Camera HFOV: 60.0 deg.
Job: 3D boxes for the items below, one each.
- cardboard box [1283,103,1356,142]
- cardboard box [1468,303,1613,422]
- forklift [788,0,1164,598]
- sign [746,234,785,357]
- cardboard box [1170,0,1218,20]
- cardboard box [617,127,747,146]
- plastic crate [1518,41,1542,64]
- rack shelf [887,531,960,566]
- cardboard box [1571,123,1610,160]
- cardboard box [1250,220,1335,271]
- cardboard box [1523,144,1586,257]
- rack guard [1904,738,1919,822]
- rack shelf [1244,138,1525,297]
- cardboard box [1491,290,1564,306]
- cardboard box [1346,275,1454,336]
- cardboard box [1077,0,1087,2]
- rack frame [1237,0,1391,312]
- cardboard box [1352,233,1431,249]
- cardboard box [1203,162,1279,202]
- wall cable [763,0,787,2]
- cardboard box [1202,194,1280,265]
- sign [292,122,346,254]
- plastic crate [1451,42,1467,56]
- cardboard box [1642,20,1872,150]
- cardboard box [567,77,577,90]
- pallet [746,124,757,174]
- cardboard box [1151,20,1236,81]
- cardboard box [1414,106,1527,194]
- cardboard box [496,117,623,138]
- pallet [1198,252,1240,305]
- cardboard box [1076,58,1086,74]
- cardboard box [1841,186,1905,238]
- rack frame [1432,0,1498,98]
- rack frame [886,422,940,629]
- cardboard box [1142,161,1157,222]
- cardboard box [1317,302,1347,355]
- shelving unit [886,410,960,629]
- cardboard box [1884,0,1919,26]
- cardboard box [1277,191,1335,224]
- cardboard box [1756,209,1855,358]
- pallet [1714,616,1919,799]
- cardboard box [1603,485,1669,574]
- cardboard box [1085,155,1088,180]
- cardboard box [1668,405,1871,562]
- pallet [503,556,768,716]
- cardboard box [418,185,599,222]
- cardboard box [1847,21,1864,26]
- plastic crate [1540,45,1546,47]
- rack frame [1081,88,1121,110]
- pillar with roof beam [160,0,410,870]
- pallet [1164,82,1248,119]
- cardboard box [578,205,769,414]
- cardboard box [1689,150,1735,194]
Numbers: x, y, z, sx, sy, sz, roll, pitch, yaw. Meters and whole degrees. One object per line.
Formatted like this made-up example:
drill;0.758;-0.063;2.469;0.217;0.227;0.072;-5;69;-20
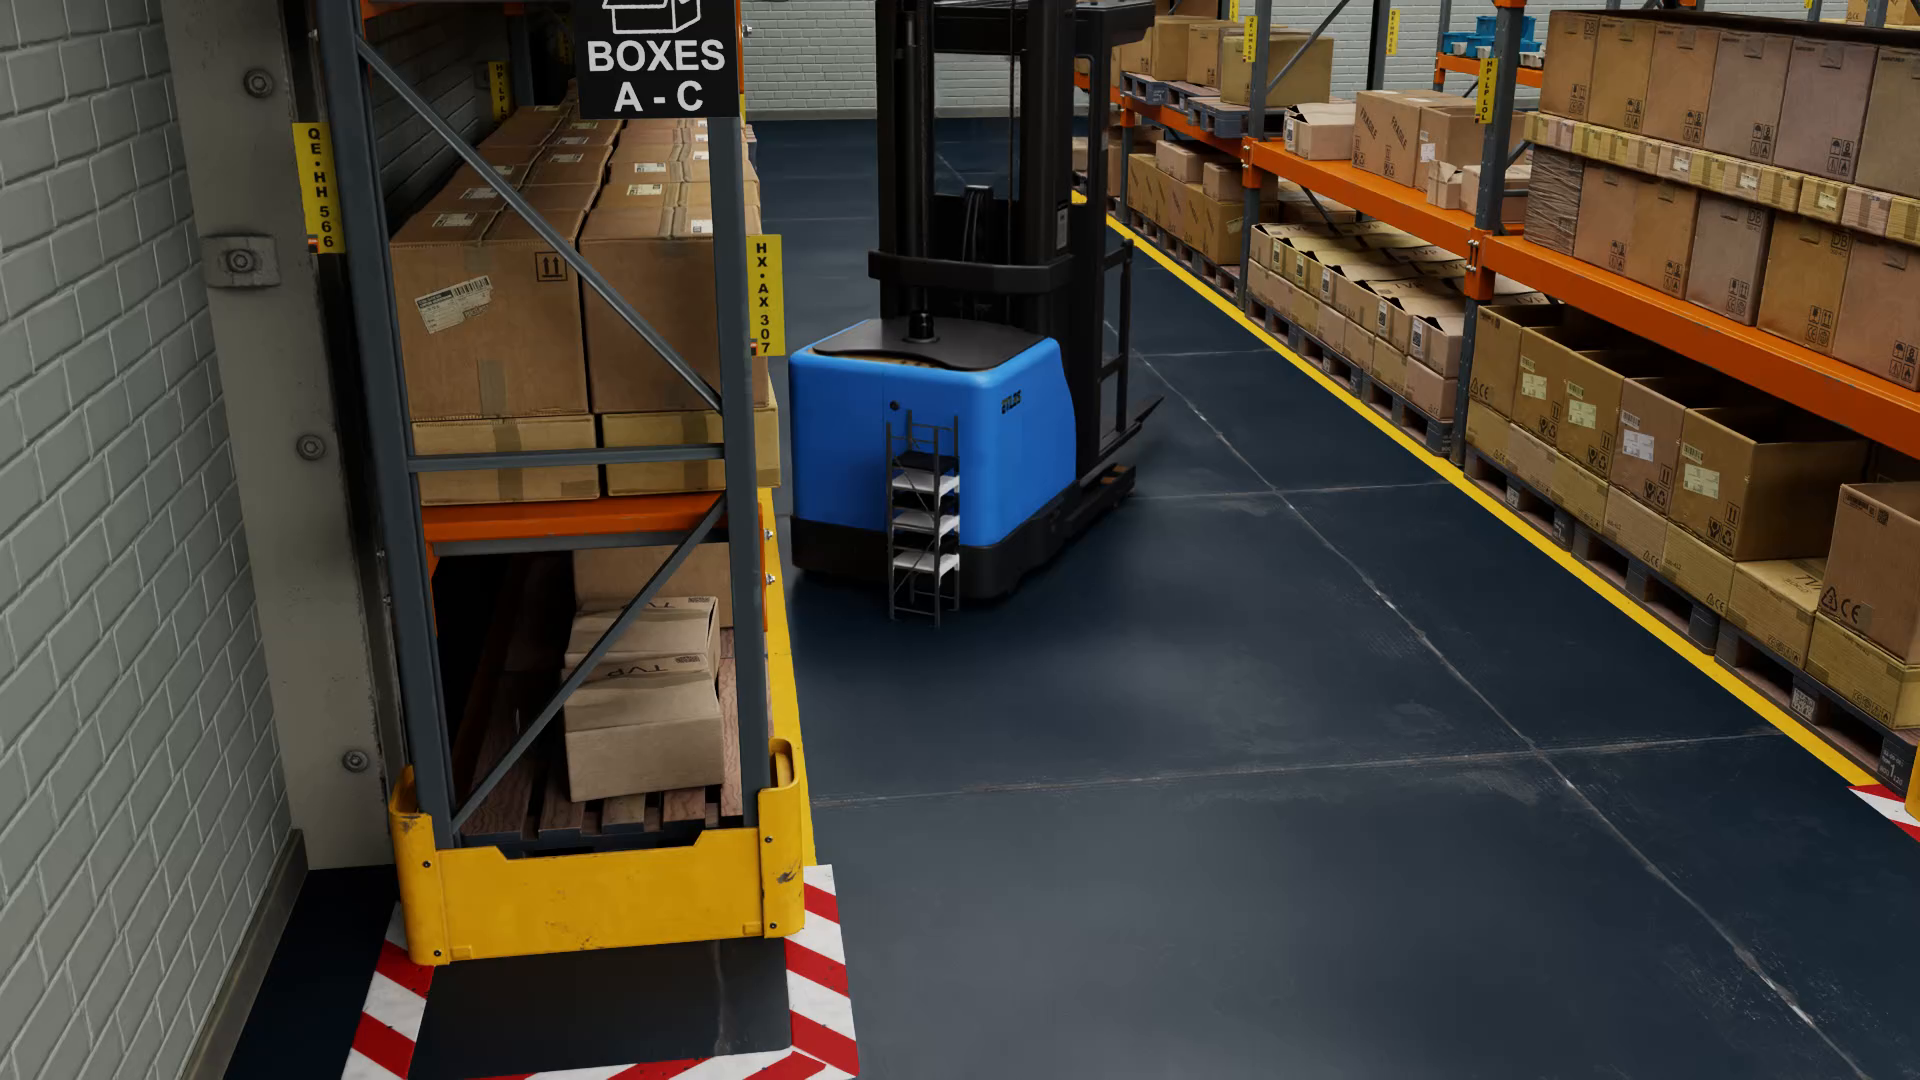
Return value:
cardboard box;2.699;-3.068;12.270;0.500;0.311;0.500;-2;21;-4
cardboard box;3.024;-0.936;8.694;0.500;0.500;0.500;-3;21;-8
forklift;0.284;-1.594;8.294;1.130;2.935;3.031;9;22;23
sign;-0.521;-0.650;4.431;0.100;0.325;0.005;-3;21;-8
cardboard box;2.324;-5.315;16.588;0.500;0.500;0.500;-2;21;-6
cardboard box;-1.121;-1.397;6.782;0.500;0.500;0.500;-4;21;-9
plastic crate;6.382;-5.544;18.926;0.416;0.233;0.300;-3;21;-8
rack shelf;-0.157;0.028;7.208;0.258;0.077;0.200;9;22;23
cardboard box;3.189;-1.925;8.012;0.380;0.149;0.250;-3;21;-9
cardboard box;2.475;-2.213;12.382;0.500;0.311;0.500;-2;21;-6
cardboard box;3.337;-1.746;8.462;0.700;0.500;0.500;-3;21;-9
rack guard;3.847;0.711;5.597;1.175;0.500;0.348;-3;21;-8
rack shelf;2.978;-2.208;10.870;1.077;0.370;4.000;-3;21;-8
cardboard box;3.387;-1.353;10.081;0.500;0.311;0.500;-3;21;-8
cardboard box;2.774;-1.503;10.480;0.500;0.311;0.500;-3;21;-8
cardboard box;1.564;-5.826;17.956;0.500;0.500;0.500;-3;21;-8
rack frame;2.690;-3.238;12.598;1.000;3.000;0.127;-3;21;-8
cardboard box;3.091;-2.061;11.974;0.500;0.311;0.500;-3;21;-9
cardboard box;2.311;-2.955;13.714;0.500;0.250;0.500;-2;21;-6
wall cable;-3.826;-9.089;24.127;3.097;2.526;0.112;-3;21;-8
cardboard box;2.323;-2.585;13.794;0.500;0.500;0.500;-2;21;-6
sign;-1.610;-0.886;4.195;0.100;0.325;0.005;-3;21;-8
plastic crate;6.113;-5.943;20.133;0.250;0.136;0.298;-3;21;-8
cardboard box;3.482;-2.006;7.302;0.700;0.500;0.500;-3;21;-8
cardboard box;-1.874;-2.453;9.725;0.700;0.500;0.500;0;20;0
pallet;-2.003;-2.655;11.313;1.213;0.211;1.003;-3;21;-8
cardboard box;2.122;-4.456;15.117;0.700;0.500;0.500;0;20;1
cardboard box;3.096;-2.349;10.075;0.500;0.500;0.500;-1;21;-4
cardboard box;-1.703;-1.540;7.165;0.500;0.500;0.500;-3;21;-8
pallet;2.620;-2.192;13.783;1.003;0.211;1.213;-3;21;-8
cardboard box;1.559;-5.362;18.143;0.500;0.500;0.500;-3;21;-7
cardboard box;3.489;-1.208;6.092;0.380;0.149;0.250;-3;21;-7
rack frame;6.439;-6.256;20.679;1.000;3.000;0.127;-3;21;-8
rack frame;-0.199;-0.055;7.078;0.240;0.900;0.006;9;22;23
cardboard box;2.030;-3.294;15.692;0.500;0.500;0.500;-3;21;-7
cardboard box;2.703;-1.419;11.058;0.500;0.250;0.500;-2;21;-7
shelving unit;-0.157;-0.088;7.165;0.258;0.900;0.210;9;22;23
cardboard box;11.295;-6.394;19.767;0.500;0.500;0.500;-3;21;-9
cardboard box;2.826;-2.626;13.903;0.500;0.500;0.500;-4;21;-10
cardboard box;3.642;-1.031;6.546;0.700;0.500;0.500;-3;21;-7
pallet;3.692;0.576;6.373;1.003;0.211;1.213;-3;21;-8
cardboard box;3.245;-0.066;7.436;0.500;0.250;0.500;-3;21;-8
cardboard box;1.642;-4.012;17.885;0.500;0.311;0.500;-3;21;-8
cardboard box;3.313;-0.244;6.840;0.500;0.500;0.500;-3;21;-8
pallet;-1.324;0.359;6.954;1.003;0.211;1.213;-3;21;-8
cardboard box;-1.399;-0.834;5.277;0.500;0.500;0.500;-3;21;-7
cardboard box;11.224;-6.216;20.360;0.500;0.250;0.500;-3;21;-8
plastic crate;6.763;-5.786;19.713;0.396;0.136;0.243;-3;21;-8
rack frame;1.537;-6.008;20.014;1.000;3.000;0.127;-3;21;-8
pillar with roof beam;2.245;-3.443;4.573;9.100;9.000;0.400;-3;21;-8
pallet;2.405;-3.821;14.434;1.003;0.211;1.213;-3;21;-8
cardboard box;-0.830;-0.688;4.884;0.500;0.500;0.500;-3;21;-8
cardboard box;3.340;-1.565;7.048;0.380;0.149;0.250;-3;21;-8
